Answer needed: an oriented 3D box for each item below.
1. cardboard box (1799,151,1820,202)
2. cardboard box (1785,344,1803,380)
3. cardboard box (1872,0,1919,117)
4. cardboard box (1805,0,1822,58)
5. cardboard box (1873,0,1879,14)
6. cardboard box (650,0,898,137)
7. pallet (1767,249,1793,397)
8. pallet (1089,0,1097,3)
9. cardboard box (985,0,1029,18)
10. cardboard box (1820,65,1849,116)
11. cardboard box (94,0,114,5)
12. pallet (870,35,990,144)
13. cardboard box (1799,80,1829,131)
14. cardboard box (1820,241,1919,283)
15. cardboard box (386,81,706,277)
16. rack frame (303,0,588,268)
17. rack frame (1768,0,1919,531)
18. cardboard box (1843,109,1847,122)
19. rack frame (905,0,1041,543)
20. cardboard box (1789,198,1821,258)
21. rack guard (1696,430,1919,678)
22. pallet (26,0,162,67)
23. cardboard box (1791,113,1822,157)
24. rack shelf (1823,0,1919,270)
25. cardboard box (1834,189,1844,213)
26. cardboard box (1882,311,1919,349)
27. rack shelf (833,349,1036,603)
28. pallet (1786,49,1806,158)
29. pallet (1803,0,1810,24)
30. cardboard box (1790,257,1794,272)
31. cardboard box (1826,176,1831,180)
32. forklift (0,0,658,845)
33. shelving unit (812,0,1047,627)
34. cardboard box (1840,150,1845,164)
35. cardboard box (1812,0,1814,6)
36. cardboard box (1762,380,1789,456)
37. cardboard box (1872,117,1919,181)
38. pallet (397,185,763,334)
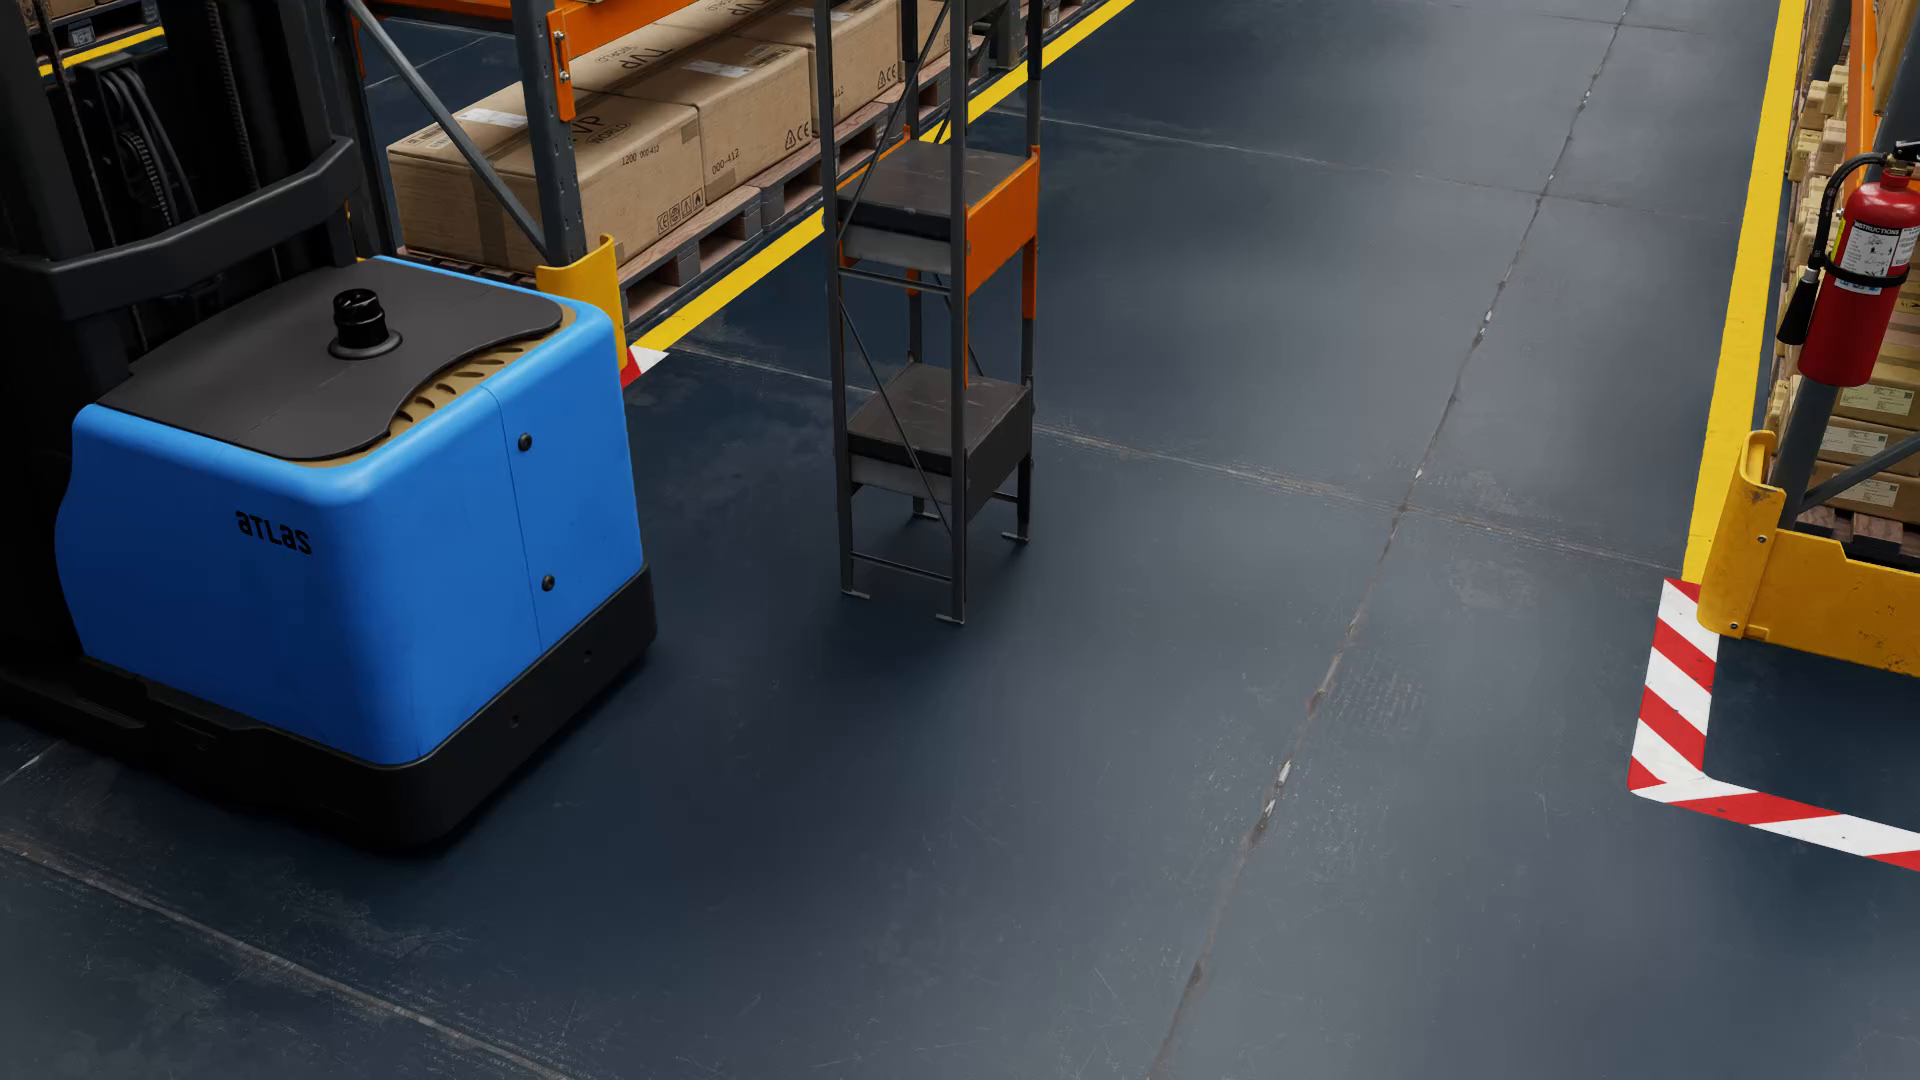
[{"bbox_3d":[3.779,-1.509,7.033,0.380,0.149,0.250,14,36,20],"label":"cardboard box"},{"bbox_3d":[2.895,-0.605,5.383,0.380,0.149,0.250,13,35,19],"label":"cardboard box"},{"bbox_3d":[2.672,-1.359,4.224,0.500,0.500,0.500,15,36,21],"label":"cardboard box"},{"bbox_3d":[4.687,-2.714,8.550,0.500,0.500,0.500,13,36,19],"label":"cardboard box"},{"bbox_3d":[3.095,-1.869,5.002,0.500,0.500,0.500,14,36,21],"label":"cardboard box"},{"bbox_3d":[-0.882,-2.357,8.063,0.875,0.438,0.875,13,35,19],"label":"cardboard box"},{"bbox_3d":[3.633,-0.783,6.252,1.003,0.211,1.213,14,36,20],"label":"pallet"},{"bbox_3d":[0.616,-3.832,10.902,1.003,0.211,1.213,14,36,20],"label":"pallet"},{"bbox_3d":[0.039,-3.601,9.561,0.875,0.875,0.875,15,36,22],"label":"cardboard box"},{"bbox_3d":[3.890,-1.886,7.066,0.380,0.149,0.250,16,36,23],"label":"cardboard box"},{"bbox_3d":[-5.162,-3.479,9.716,0.700,0.500,0.500,13,35,19],"label":"cardboard box"},{"bbox_3d":[-0.537,-2.460,8.809,1.003,0.211,1.213,14,36,20],"label":"pallet"},{"bbox_3d":[3.949,-1.902,7.361,0.380,0.149,0.250,16,36,23],"label":"cardboard box"},{"bbox_3d":[3.025,-0.848,5.482,0.380,0.149,0.250,13,35,19],"label":"cardboard box"},{"bbox_3d":[-1.636,-1.451,6.680,0.875,0.438,0.875,13,35,19],"label":"cardboard box"},{"bbox_3d":[-1.821,-1.995,5.557,1.000,3.000,0.127,14,36,20],"label":"rack frame"},{"bbox_3d":[2.717,-0.909,3.901,1.000,3.000,0.127,14,36,20],"label":"rack frame"},{"bbox_3d":[3.740,-1.614,6.650,0.380,0.149,0.250,13,36,19],"label":"cardboard box"},{"bbox_3d":[0.033,-0.917,4.734,0.400,2.100,0.015,14,36,20],"label":"rack frame"},{"bbox_3d":[3.314,-1.133,6.188,0.380,0.149,0.250,15,36,21],"label":"cardboard box"},{"bbox_3d":[2.749,0.098,4.645,1.175,0.500,0.348,14,36,20],"label":"rack guard"},{"bbox_3d":[-5.455,-3.006,9.642,1.003,0.211,1.213,14,36,20],"label":"pallet"},{"bbox_3d":[3.947,-1.777,7.442,0.380,0.149,0.250,13,35,18],"label":"cardboard box"},{"bbox_3d":[3.554,-1.605,5.618,1.077,0.370,4.000,14,36,20],"label":"rack shelf"},{"bbox_3d":[3.298,-1.100,5.867,0.380,0.149,0.250,13,35,19],"label":"cardboard box"},{"bbox_3d":[2.866,-0.575,5.066,0.380,0.149,0.250,15,36,21],"label":"cardboard box"},{"bbox_3d":[-0.069,-0.199,4.940,0.431,0.518,0.480,14,36,20],"label":"rack shelf"},{"bbox_3d":[4.715,-2.124,8.296,1.003,0.211,1.213,14,36,20],"label":"pallet"},{"bbox_3d":[5.736,-3.339,10.149,1.003,0.211,1.213,14,36,20],"label":"pallet"},{"bbox_3d":[3.441,-1.122,6.442,0.380,0.149,0.250,13,35,19],"label":"cardboard box"},{"bbox_3d":[3.603,-1.361,6.535,0.380,0.149,0.250,16,36,23],"label":"cardboard box"},{"bbox_3d":[-2.413,-1.035,4.155,3.031,2.935,1.130,15,36,22],"label":"forklift"},{"bbox_3d":[-0.069,-0.796,4.549,0.431,2.100,0.503,14,36,20],"label":"shelving unit"},{"bbox_3d":[3.520,-1.351,6.250,0.380,0.149,0.250,13,35,19],"label":"cardboard box"},{"bbox_3d":[5.119,-3.222,9.326,0.500,0.500,0.500,13,36,19],"label":"cardboard box"},{"bbox_3d":[2.764,-0.354,5.272,0.380,0.149,0.250,15,36,22],"label":"cardboard box"},{"bbox_3d":[2.597,-1.032,4.317,0.380,0.149,0.250,14,36,21],"label":"cardboard box"},{"bbox_3d":[-1.557,-1.245,6.956,1.003,0.211,1.213,14,36,20],"label":"pallet"}]
